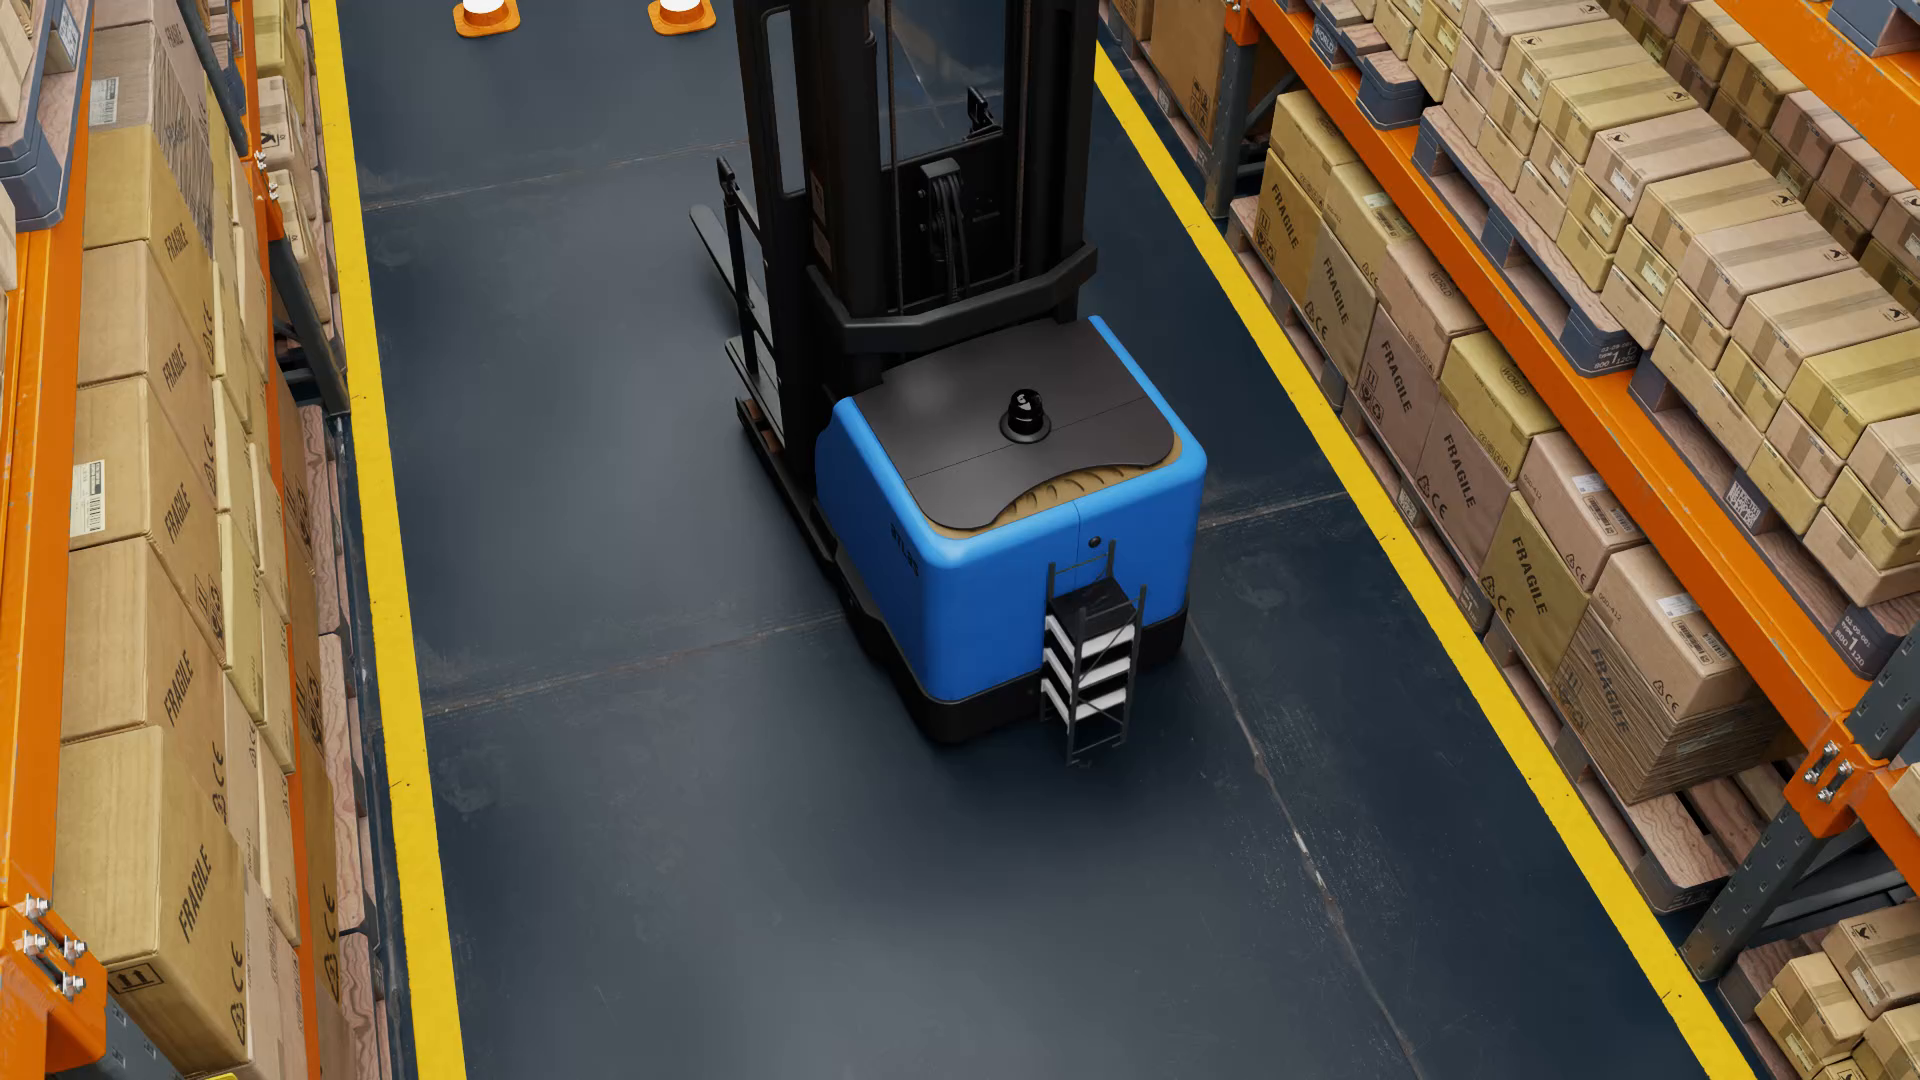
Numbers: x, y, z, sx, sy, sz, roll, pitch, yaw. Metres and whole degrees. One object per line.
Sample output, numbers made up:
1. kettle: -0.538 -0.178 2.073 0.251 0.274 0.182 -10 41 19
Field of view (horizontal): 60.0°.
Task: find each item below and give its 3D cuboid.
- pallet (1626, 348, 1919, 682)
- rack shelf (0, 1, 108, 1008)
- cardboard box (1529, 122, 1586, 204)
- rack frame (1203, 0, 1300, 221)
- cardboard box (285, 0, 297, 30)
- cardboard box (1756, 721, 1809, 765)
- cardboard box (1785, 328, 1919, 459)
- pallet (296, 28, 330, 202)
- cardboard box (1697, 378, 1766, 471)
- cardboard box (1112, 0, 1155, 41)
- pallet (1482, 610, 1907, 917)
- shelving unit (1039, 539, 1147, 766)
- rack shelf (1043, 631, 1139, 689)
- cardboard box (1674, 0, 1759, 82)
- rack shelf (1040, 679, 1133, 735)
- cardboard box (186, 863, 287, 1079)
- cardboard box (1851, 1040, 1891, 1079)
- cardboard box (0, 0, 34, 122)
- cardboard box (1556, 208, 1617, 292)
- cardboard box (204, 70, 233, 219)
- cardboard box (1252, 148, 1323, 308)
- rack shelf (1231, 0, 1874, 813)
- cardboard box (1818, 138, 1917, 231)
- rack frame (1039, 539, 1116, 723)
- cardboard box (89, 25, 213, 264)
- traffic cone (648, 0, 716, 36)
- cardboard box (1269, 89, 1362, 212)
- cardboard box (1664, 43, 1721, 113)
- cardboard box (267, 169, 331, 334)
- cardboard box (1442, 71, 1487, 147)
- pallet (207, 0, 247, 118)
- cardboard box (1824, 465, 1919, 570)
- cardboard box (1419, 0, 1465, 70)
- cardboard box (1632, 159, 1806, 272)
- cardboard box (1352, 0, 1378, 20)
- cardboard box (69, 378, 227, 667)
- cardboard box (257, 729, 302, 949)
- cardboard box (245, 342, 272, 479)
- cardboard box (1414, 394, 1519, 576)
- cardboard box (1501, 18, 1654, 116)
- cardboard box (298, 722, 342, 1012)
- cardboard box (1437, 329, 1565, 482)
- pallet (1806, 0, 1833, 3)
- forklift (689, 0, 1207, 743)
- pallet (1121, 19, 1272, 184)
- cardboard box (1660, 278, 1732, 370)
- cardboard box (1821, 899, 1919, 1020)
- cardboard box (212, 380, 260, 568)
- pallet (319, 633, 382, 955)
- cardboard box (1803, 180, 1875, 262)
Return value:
1. pallet: 2.743 -0.229 4.896 1.003 0.211 1.213 -13 51 -11
2. rack shelf: -2.460 -0.702 3.678 1.077 0.370 4.000 -13 51 -11
3. cardboard box: 2.064 -1.236 5.315 0.380 0.149 0.250 -12 51 -10
4. rack frame: 1.647 -2.621 6.787 1.000 3.000 0.127 -13 51 -11
5. cardboard box: -3.861 -2.731 8.324 0.950 0.372 0.625 -10 51 -9
6. cardboard box: 2.865 0.371 5.625 0.500 0.500 0.500 -12 51 -10
7. cardboard box: 2.445 -0.391 4.408 0.380 0.149 0.250 -15 51 -12
8. pallet: -3.638 -1.990 8.079 1.003 0.211 1.213 -13 51 -11
9. cardboard box: 2.374 -0.371 4.780 0.380 0.149 0.250 -13 51 -11
10. cardboard box: 1.291 -3.134 8.417 1.050 0.750 0.750 -13 51 -10
11. pallet: 2.598 0.631 5.870 1.003 0.211 1.213 -13 51 -11
12. shelving unit: 0.438 0.398 5.616 0.258 0.900 0.210 -20 53 -16
13. rack shelf: 0.438 0.361 5.573 0.258 0.077 0.200 -20 53 -16
14. cardboard box: 2.610 -1.668 5.484 0.380 0.149 0.250 -11 51 -9
15. rack shelf: 0.438 0.535 5.779 0.258 0.077 0.200 -20 53 -16
16. cardboard box: -1.729 0.996 3.509 0.500 0.250 0.500 -15 51 -12
17. cardboard box: 2.792 1.490 4.717 0.380 0.149 0.250 -13 51 -11
18. cardboard box: -2.075 -0.979 3.254 0.396 0.266 0.258 -10 51 -8
19. cardboard box: 2.135 -0.950 5.268 0.380 0.149 0.250 -11 51 -9
20. cardboard box: -2.666 -1.244 5.398 0.500 0.250 0.500 -13 51 -11
21. cardboard box: 1.613 -1.376 7.098 0.500 0.500 0.500 -15 52 -13
22. rack shelf: 2.239 -0.928 5.831 1.077 0.370 4.000 -13 51 -11
23. cardboard box: 2.844 -1.097 5.003 0.380 0.149 0.250 -14 51 -11
24. rack frame: 0.394 0.327 5.675 0.240 0.900 0.006 -20 53 -16
25. cardboard box: -2.489 -1.091 4.778 0.500 0.500 0.500 -13 51 -10
26. traffic cone: -1.489 -2.957 8.730 0.336 0.463 0.334 -13 51 -11
27. cardboard box: 1.620 -1.634 6.825 0.500 0.250 0.500 -15 52 -13
28. cardboard box: 2.612 -1.572 5.598 0.380 0.149 0.250 -12 51 -10
29. cardboard box: -3.209 -1.131 6.975 0.950 0.372 0.625 -16 52 -13
30. cardboard box: 1.908 -1.519 5.748 0.380 0.149 0.250 -12 51 -10
31. pallet: -3.364 -1.862 6.273 1.213 0.211 1.003 -13 51 -11
32. cardboard box: 2.524 -0.096 4.353 0.380 0.149 0.250 -12 51 -10
33. cardboard box: 1.838 -1.797 5.788 0.380 0.149 0.250 -13 51 -11
34. cardboard box: 2.223 -0.952 4.881 0.380 0.149 0.250 -15 51 -12
35. cardboard box: 1.666 -2.107 6.244 0.380 0.149 0.250 -11 51 -9
36. cardboard box: -2.047 0.021 3.841 0.500 0.500 0.500 -14 51 -12
37. cardboard box: -1.901 0.783 4.015 0.500 0.250 0.500 -14 51 -12
38. cardboard box: -2.354 -0.328 4.952 0.500 0.250 0.500 -14 51 -11
39. cardboard box: 2.072 -0.263 6.160 0.500 0.500 0.500 -14 51 -12
40. cardboard box: 1.989 -1.526 5.365 0.380 0.149 0.250 -12 51 -10
41. cardboard box: -2.403 0.950 4.892 0.875 0.875 0.875 -12 51 -10
42. cardboard box: 2.059 -0.519 5.885 0.500 0.250 0.500 -15 52 -13
43. pallet: 2.440 -1.837 4.288 1.213 0.211 1.003 -13 51 -11
44. forklift: -0.268 -1.375 5.782 1.130 2.935 3.031 -20 53 -16
45. pallet: 1.486 -2.315 8.353 1.003 0.211 1.213 -13 51 -11
46. cardboard box: 2.289 -0.668 4.836 0.380 0.149 0.250 -15 51 -12
47. cardboard box: 2.734 1.191 4.775 0.380 0.149 0.250 -11 51 -9
48. cardboard box: -2.186 -0.122 4.452 0.500 0.250 0.500 -15 51 -12
49. pallet: -2.533 0.953 5.598 1.003 0.211 1.213 -13 51 -11
50. cardboard box: 2.838 -1.005 5.120 0.380 0.149 0.250 -11 51 -10
